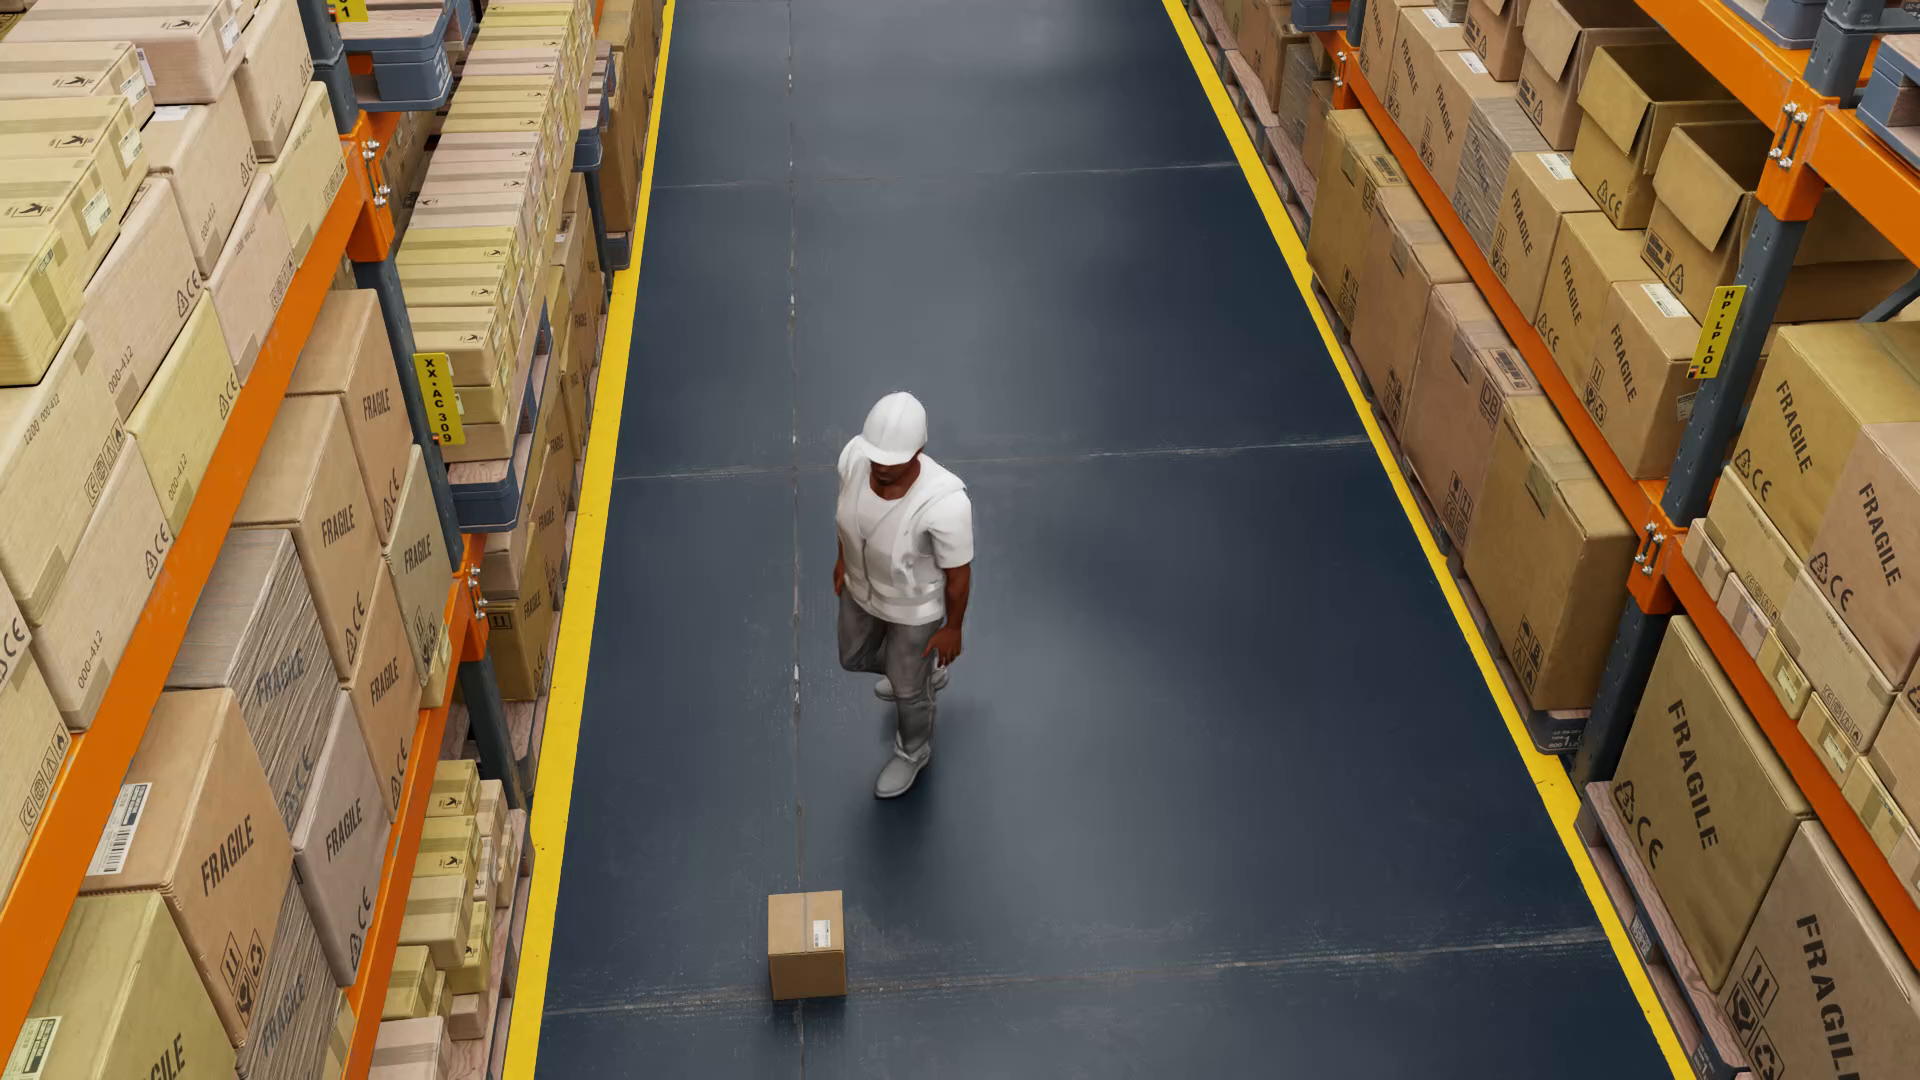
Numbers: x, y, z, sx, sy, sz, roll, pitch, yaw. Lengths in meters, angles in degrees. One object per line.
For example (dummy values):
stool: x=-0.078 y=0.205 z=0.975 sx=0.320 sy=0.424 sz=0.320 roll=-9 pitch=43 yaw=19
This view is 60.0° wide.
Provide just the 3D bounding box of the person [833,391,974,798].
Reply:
person: x=-0.170 y=0.155 z=5.936 sx=0.609 sy=1.765 sz=0.579 roll=29 pitch=47 yaw=31
